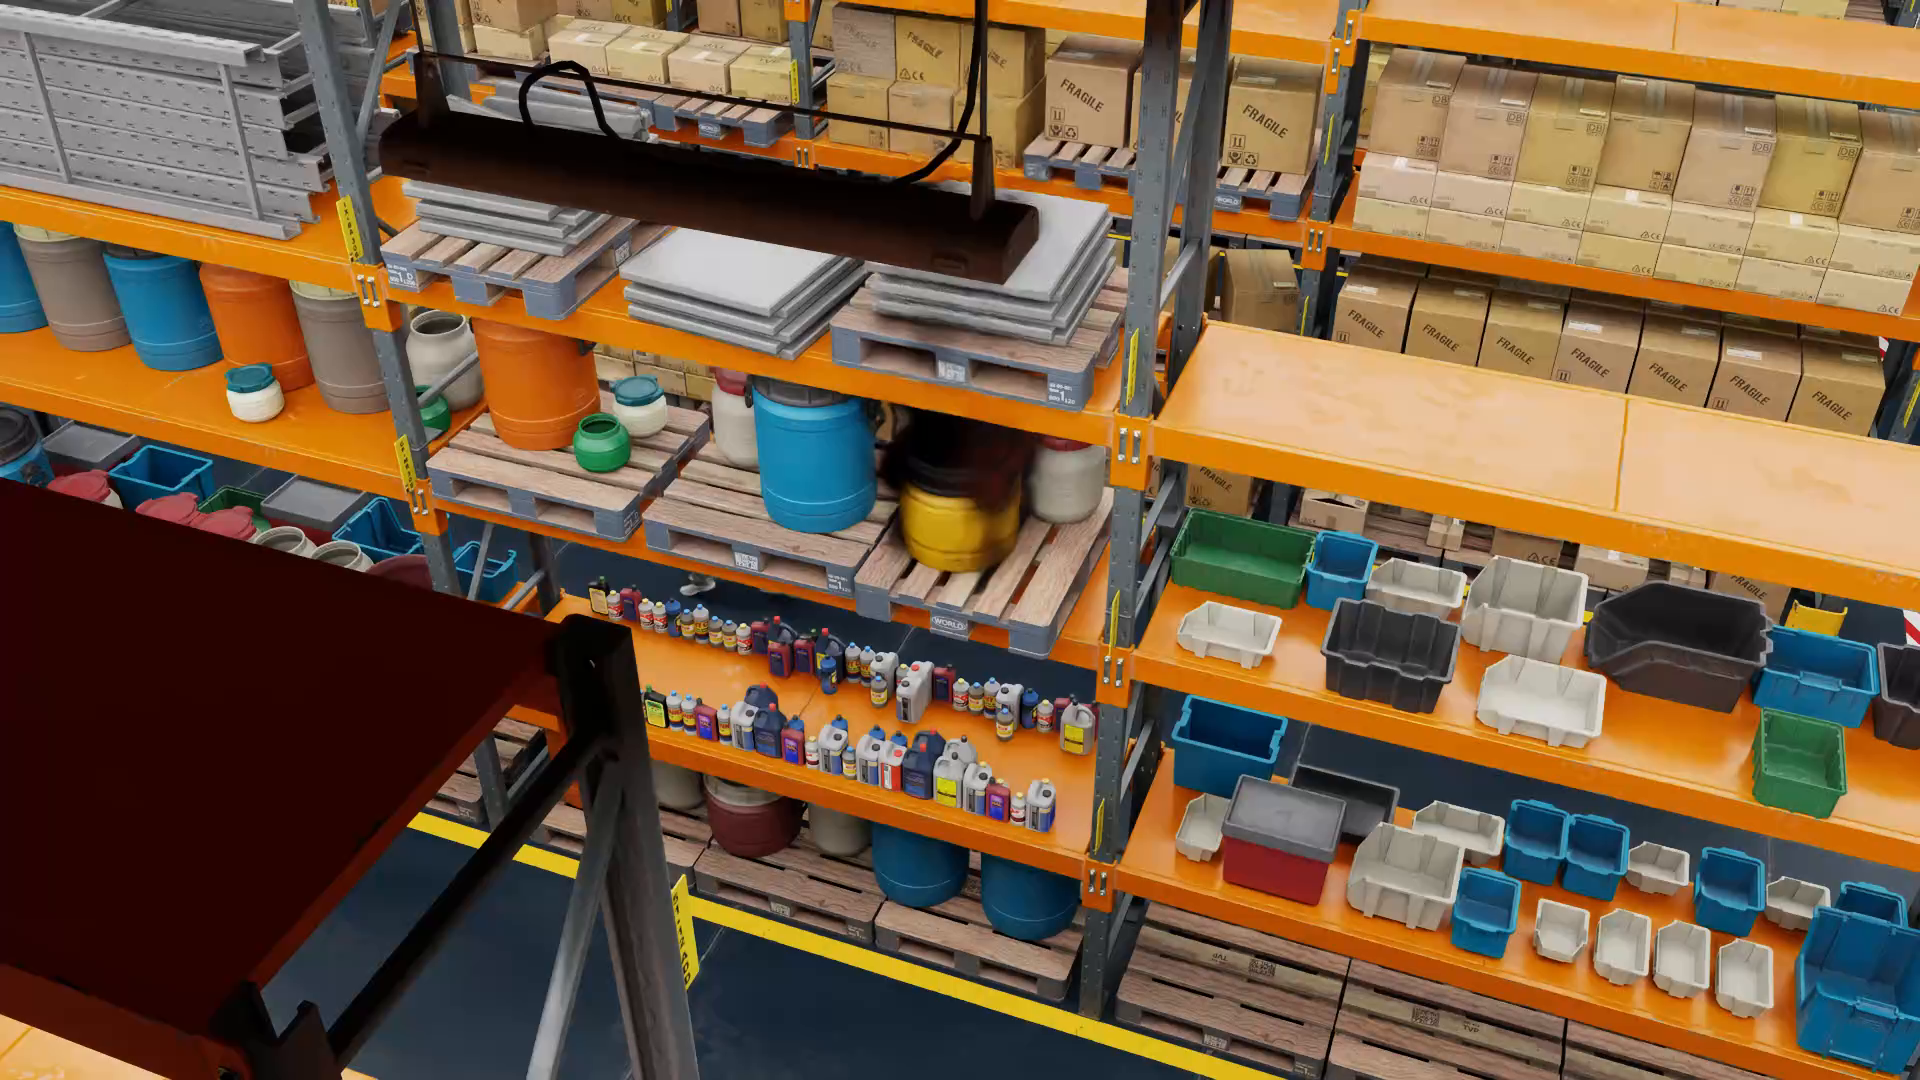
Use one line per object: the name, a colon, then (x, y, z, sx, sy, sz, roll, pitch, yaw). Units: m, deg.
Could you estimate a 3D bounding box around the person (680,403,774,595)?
person: (-1.710, -0.260, 12.330, 0.887, 1.696, 0.518, 11, 38, 15)
